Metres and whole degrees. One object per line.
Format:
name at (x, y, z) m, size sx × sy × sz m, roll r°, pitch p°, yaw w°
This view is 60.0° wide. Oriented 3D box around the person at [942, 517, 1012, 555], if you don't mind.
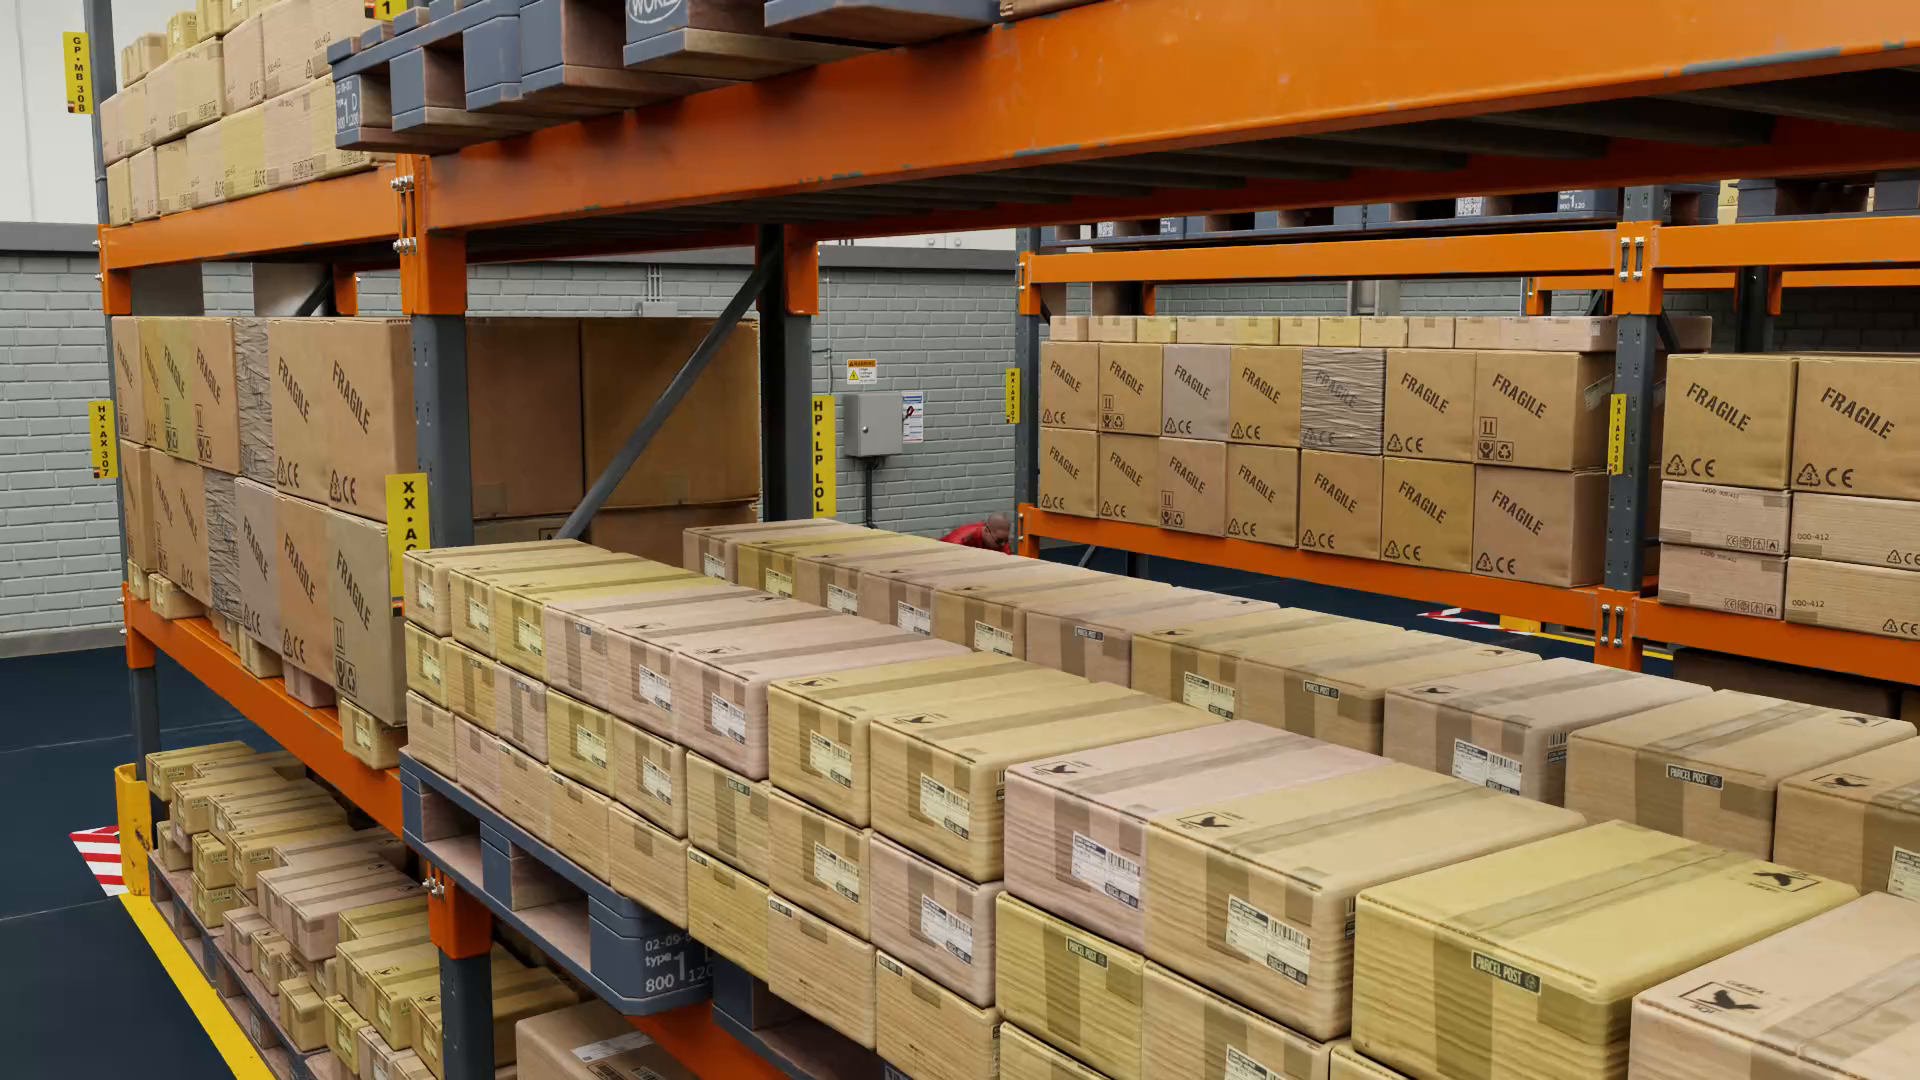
person at (0.056, 0.348, 11.704) m, size 0.576 × 1.086 × 0.838 m, roll -6°, pitch 10°, yaw -36°
